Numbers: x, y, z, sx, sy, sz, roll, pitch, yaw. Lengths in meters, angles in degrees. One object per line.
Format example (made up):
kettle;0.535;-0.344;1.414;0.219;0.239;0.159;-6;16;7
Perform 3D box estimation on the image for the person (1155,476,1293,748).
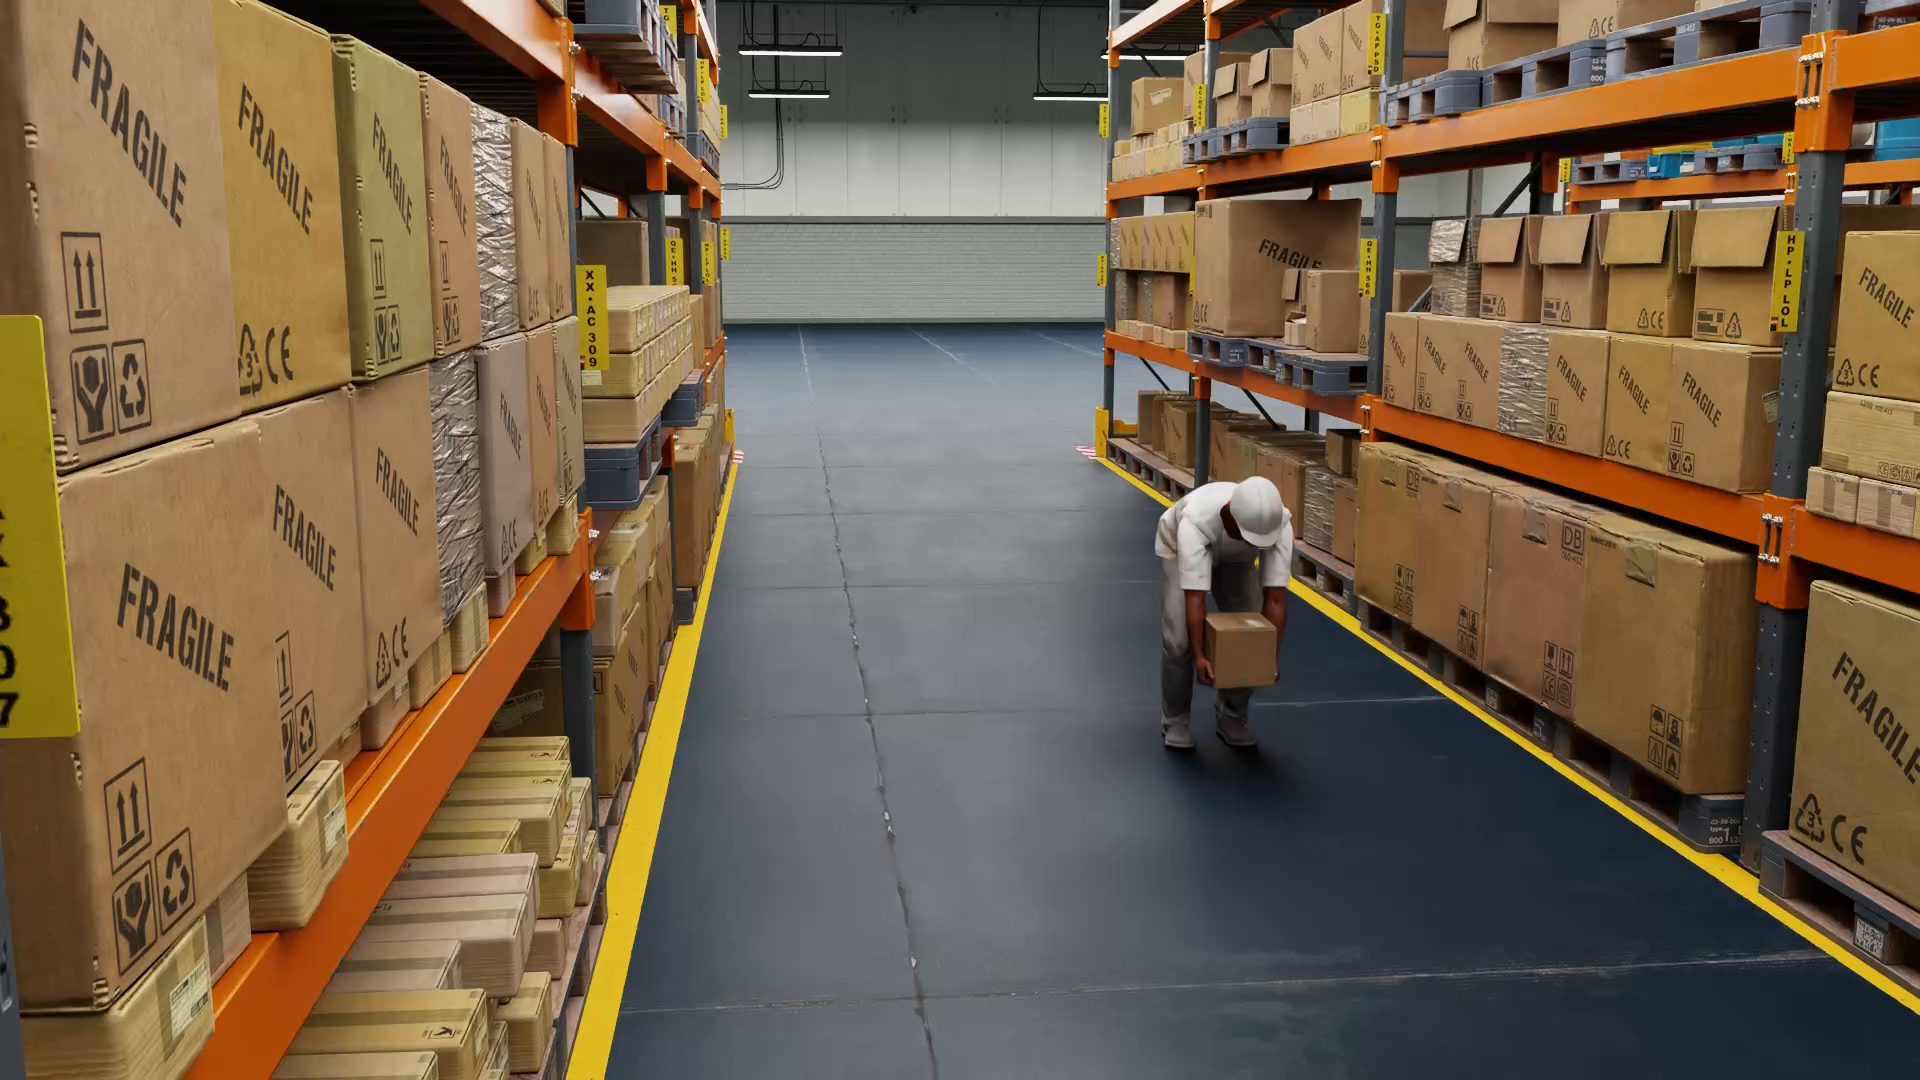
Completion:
person;1.131;0.306;7.053;0.496;1.255;0.940;-1;10;-8
